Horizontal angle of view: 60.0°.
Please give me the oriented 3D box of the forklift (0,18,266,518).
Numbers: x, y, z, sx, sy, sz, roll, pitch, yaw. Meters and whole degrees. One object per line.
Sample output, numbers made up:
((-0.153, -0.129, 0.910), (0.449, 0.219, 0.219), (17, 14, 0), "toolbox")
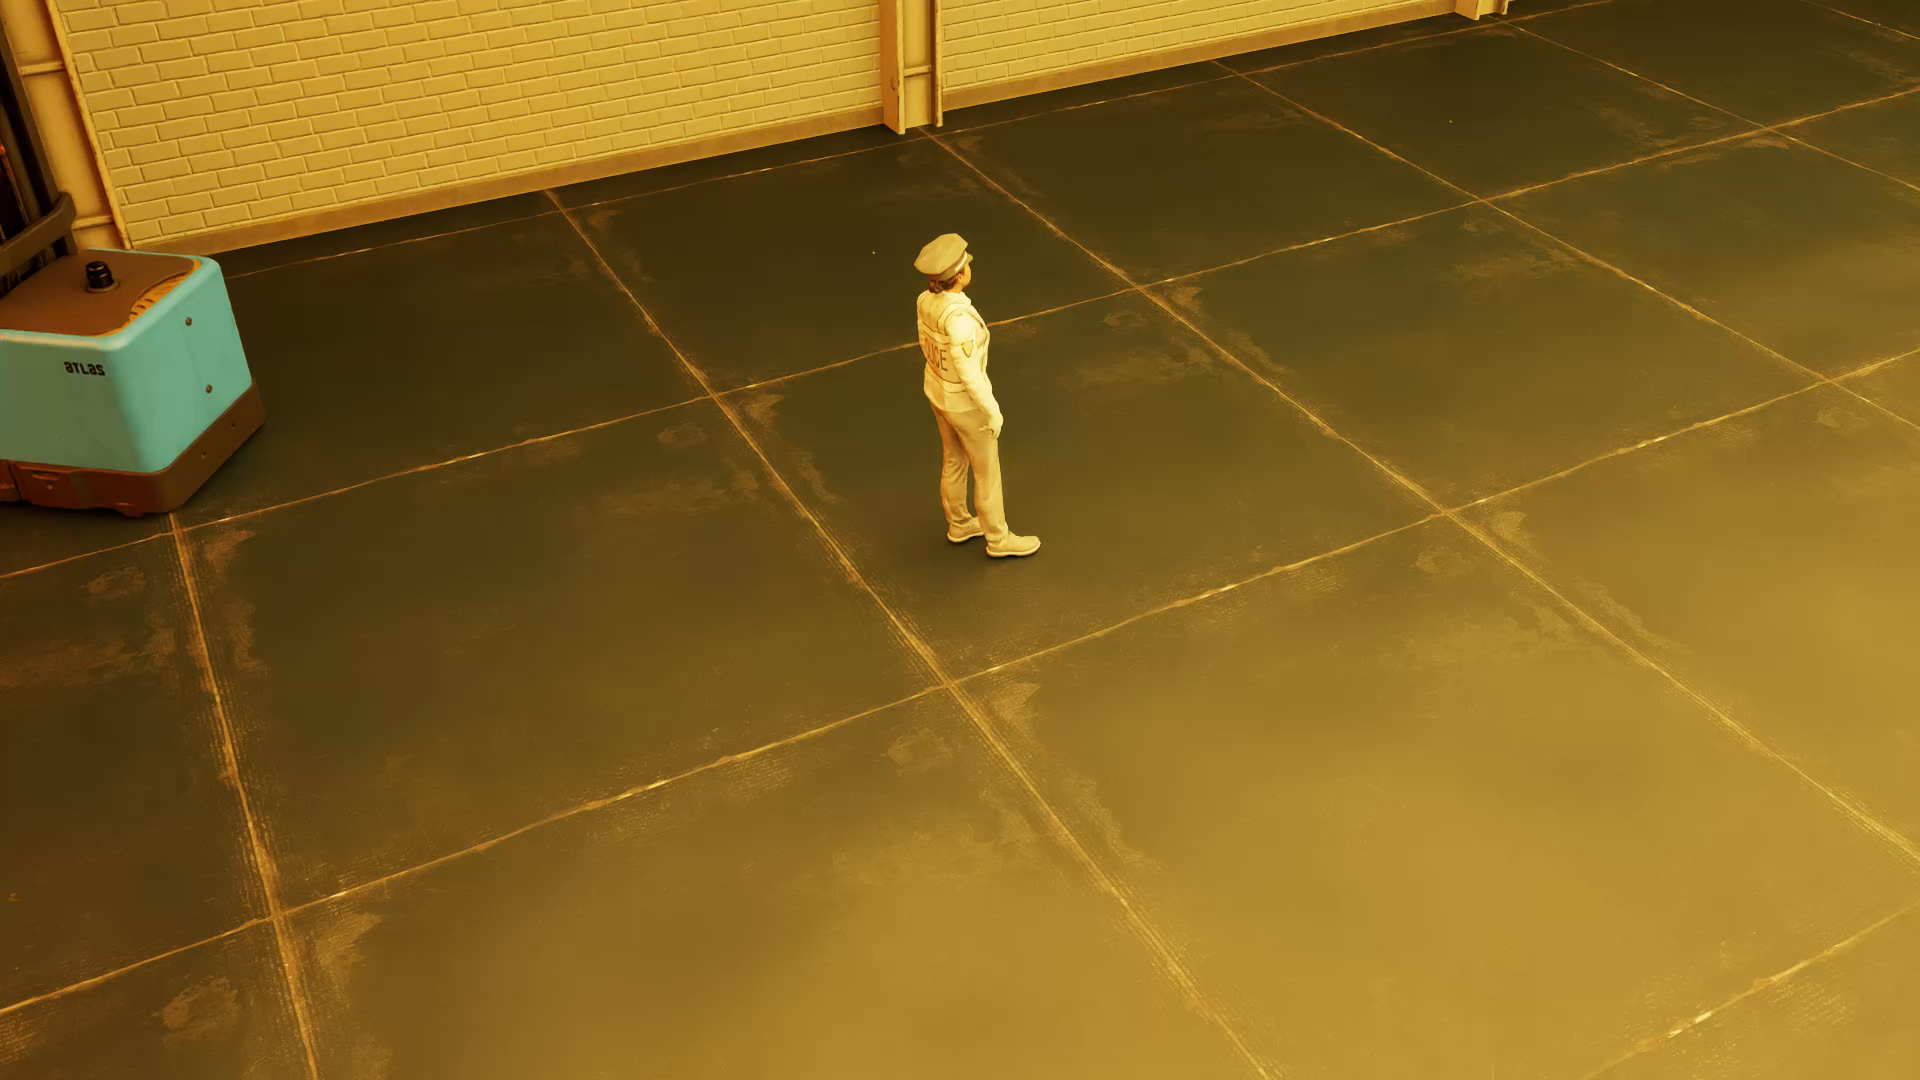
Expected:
((-5.535, -1.714, 8.548), (3.031, 2.935, 1.130), (6, 36, 8), "forklift")

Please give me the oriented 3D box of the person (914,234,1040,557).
((0.064, -0.713, 8.191), (0.531, 1.695, 0.587), (-17, 39, -23), "person")
